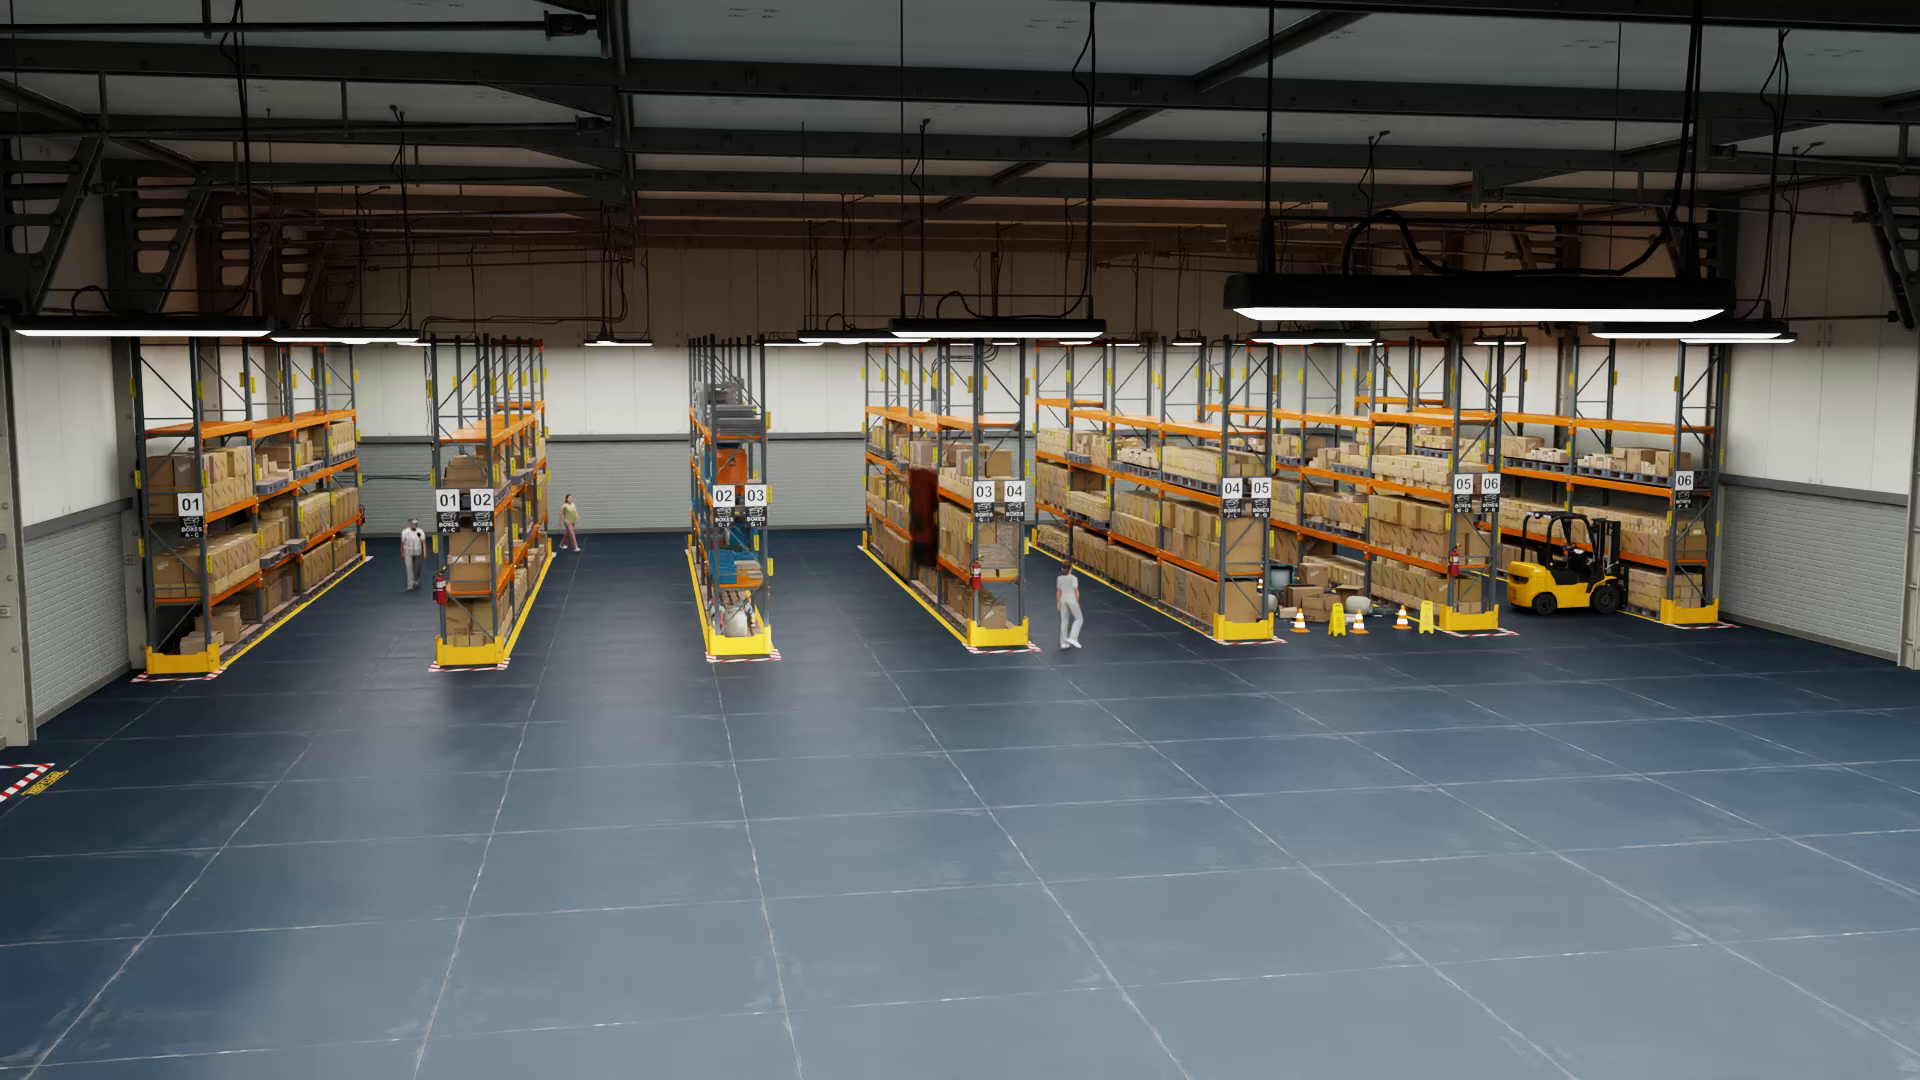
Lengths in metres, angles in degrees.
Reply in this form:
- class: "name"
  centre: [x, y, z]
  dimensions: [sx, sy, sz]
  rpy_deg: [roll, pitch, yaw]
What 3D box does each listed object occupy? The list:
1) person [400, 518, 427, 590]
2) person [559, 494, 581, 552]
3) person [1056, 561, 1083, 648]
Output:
- class: "person"
  centre: [-13.072, 0.308, 39.776]
  dimensions: [0.593, 1.698, 1.093]
  rpy_deg: [-3, 7, -21]
- class: "person"
  centre: [-11.074, -0.502, 47.226]
  dimensions: [1.062, 1.612, 0.475]
  rpy_deg: [5, 8, 38]
- class: "person"
  centre: [2.075, 1.236, 31.927]
  dimensions: [0.545, 1.661, 0.497]
  rpy_deg: [4, 8, 34]
